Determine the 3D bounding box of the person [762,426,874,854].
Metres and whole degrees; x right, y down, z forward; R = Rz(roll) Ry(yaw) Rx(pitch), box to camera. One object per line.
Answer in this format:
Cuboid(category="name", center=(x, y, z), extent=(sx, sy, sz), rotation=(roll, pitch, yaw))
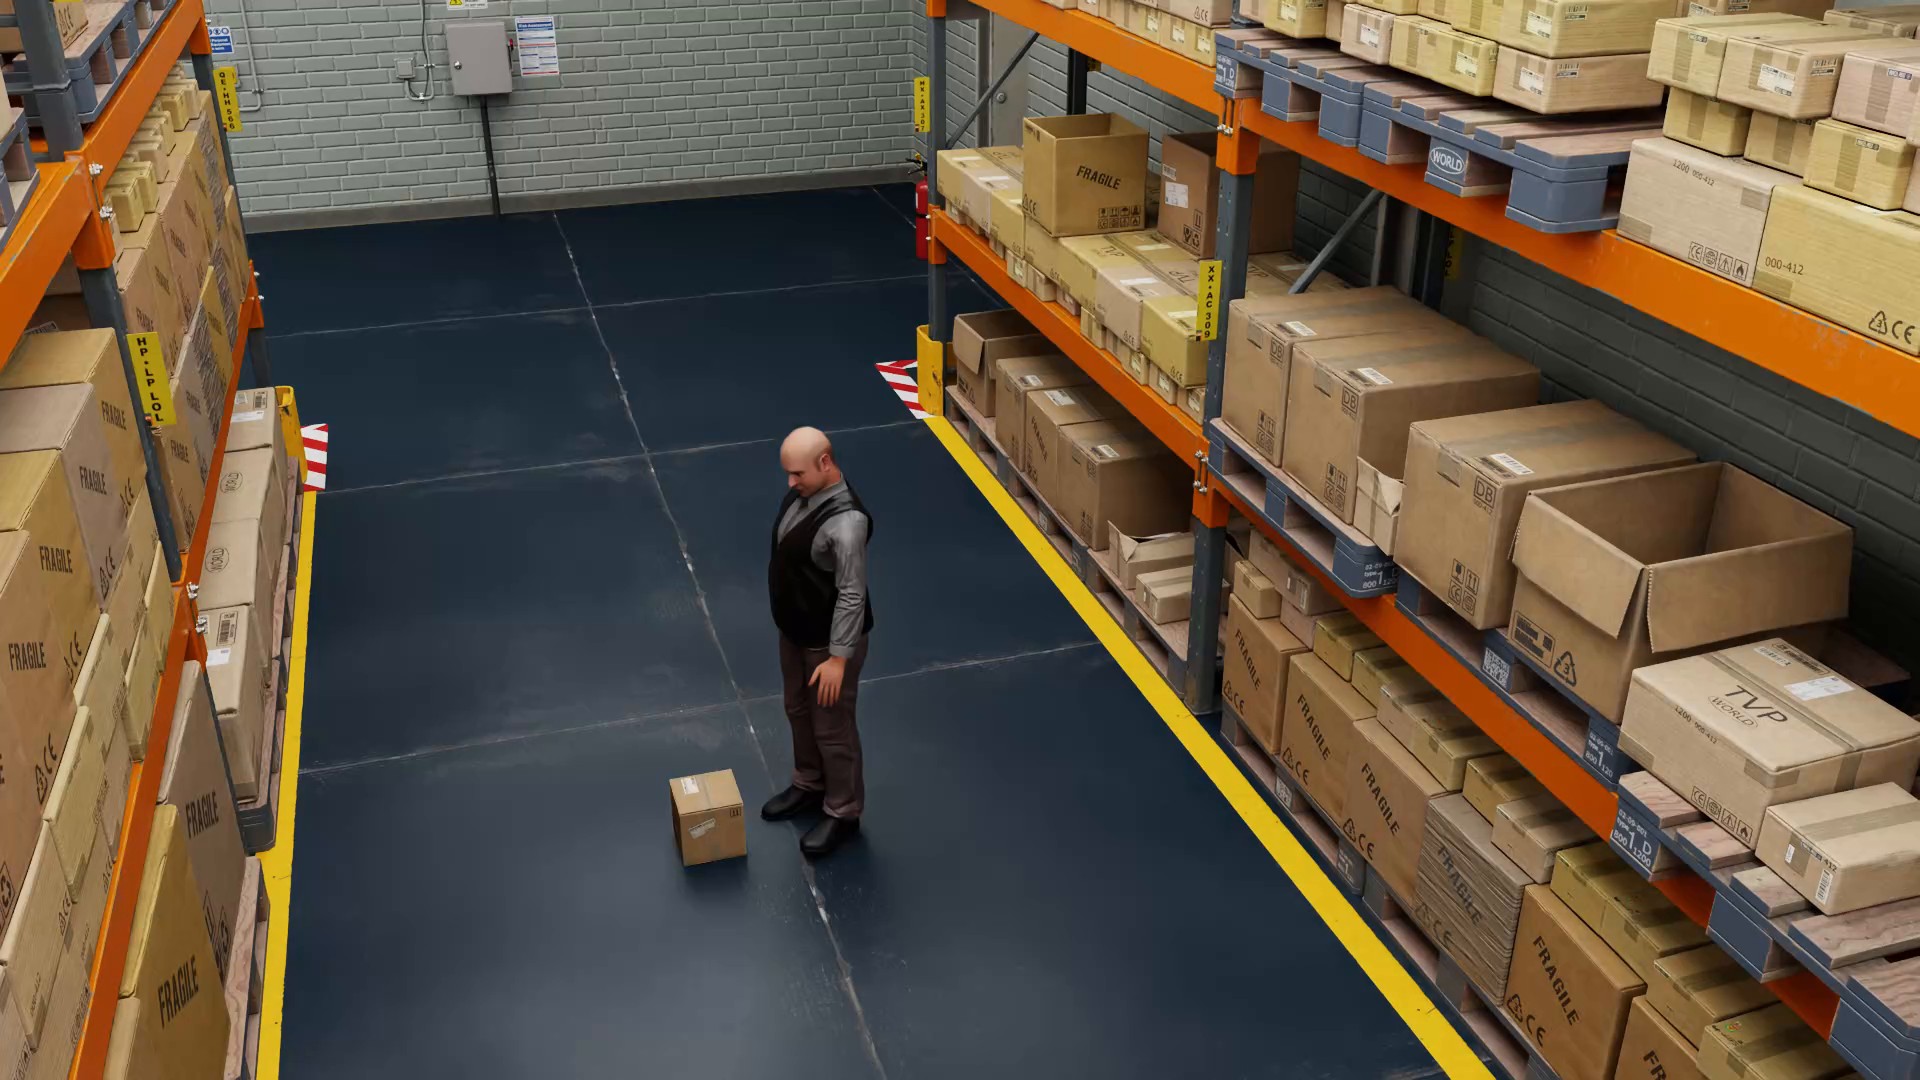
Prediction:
Cuboid(category="person", center=(-0.544, 0.382, 6.347), extent=(0.408, 1.743, 0.645), rotation=(-13, 29, -24))
